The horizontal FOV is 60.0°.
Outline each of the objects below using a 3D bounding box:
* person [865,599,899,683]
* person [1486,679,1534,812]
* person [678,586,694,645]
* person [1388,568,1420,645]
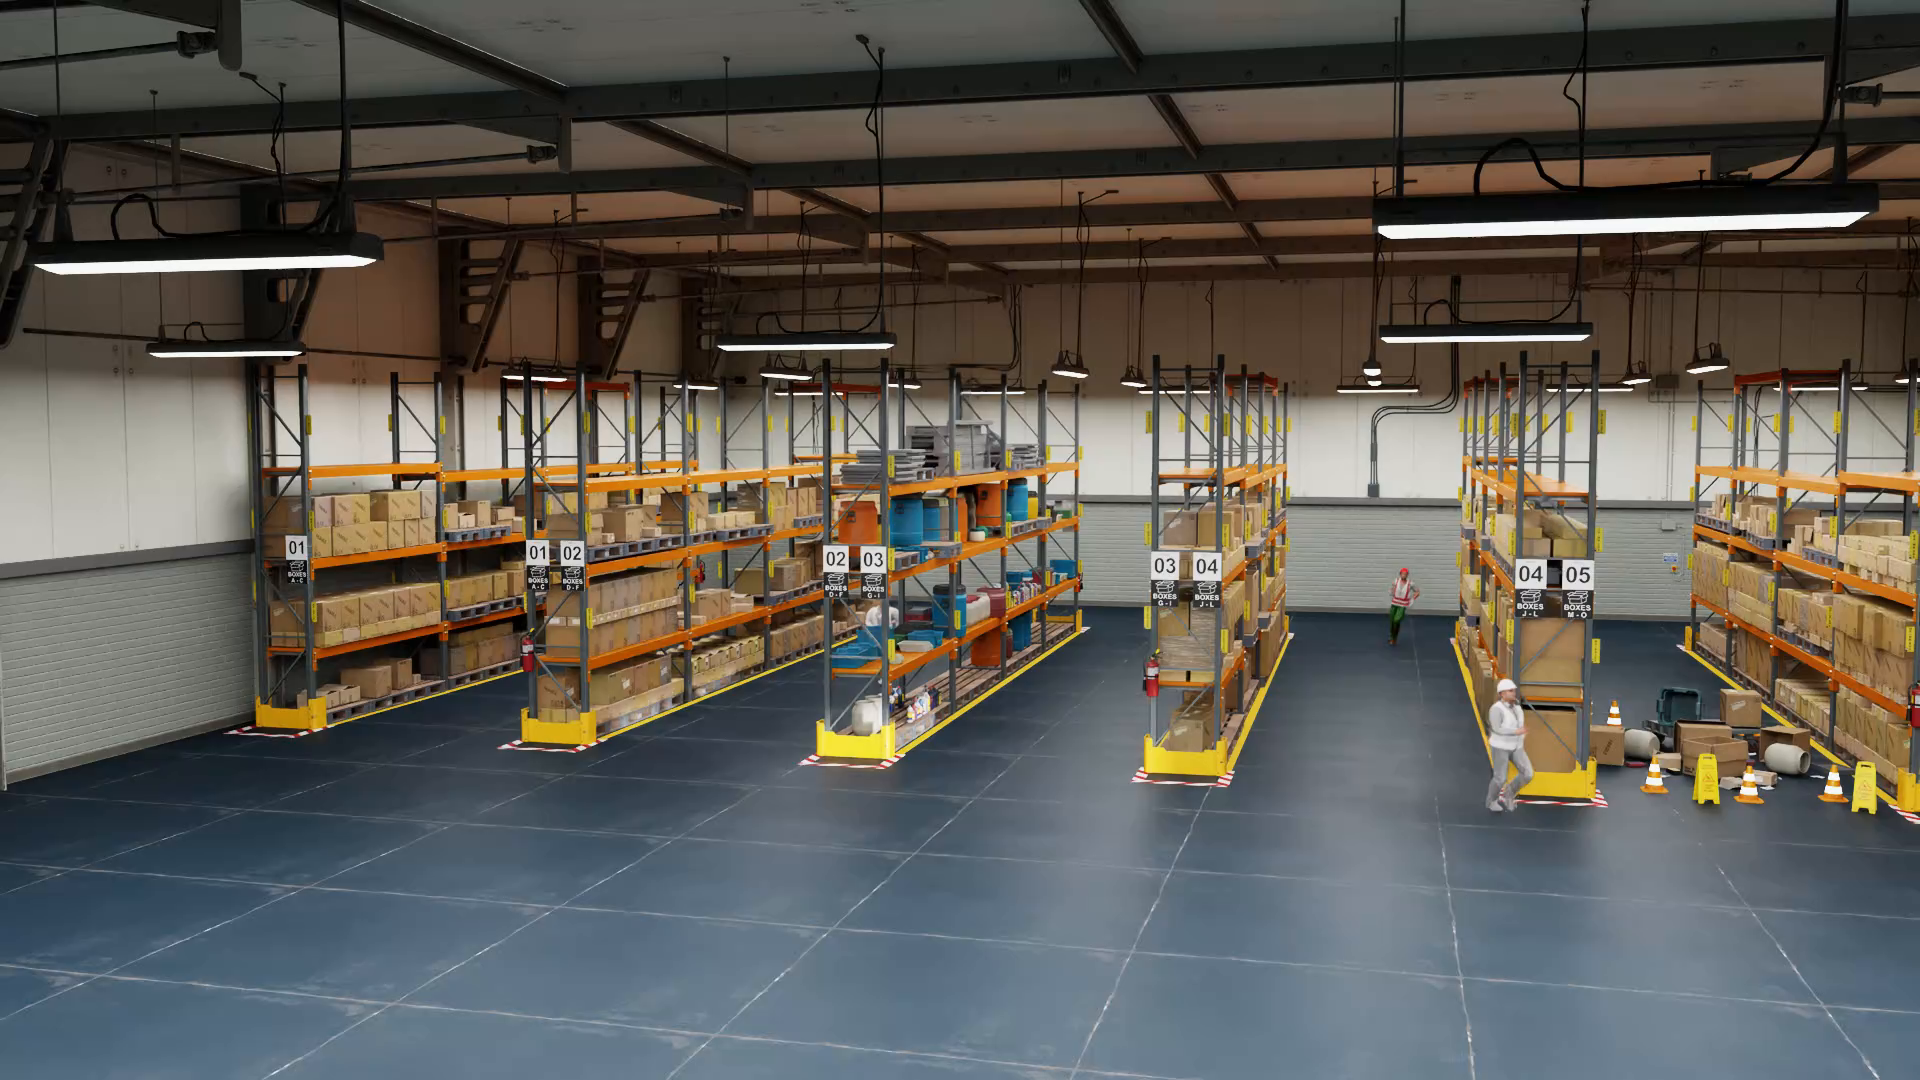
[{"bbox_3d":[-1.517,1.911,32.017,0.688,1.743,0.686,1,4,18],"label":"person"},{"bbox_3d":[7.057,2.646,21.305,0.639,1.741,0.708,-2,4,-25],"label":"person"},{"bbox_3d":[-5.833,1.768,35.311,0.586,1.601,0.524,2,4,21],"label":"person"},{"bbox_3d":[10.050,1.522,37.882,0.660,1.787,0.698,3,5,36],"label":"person"}]
